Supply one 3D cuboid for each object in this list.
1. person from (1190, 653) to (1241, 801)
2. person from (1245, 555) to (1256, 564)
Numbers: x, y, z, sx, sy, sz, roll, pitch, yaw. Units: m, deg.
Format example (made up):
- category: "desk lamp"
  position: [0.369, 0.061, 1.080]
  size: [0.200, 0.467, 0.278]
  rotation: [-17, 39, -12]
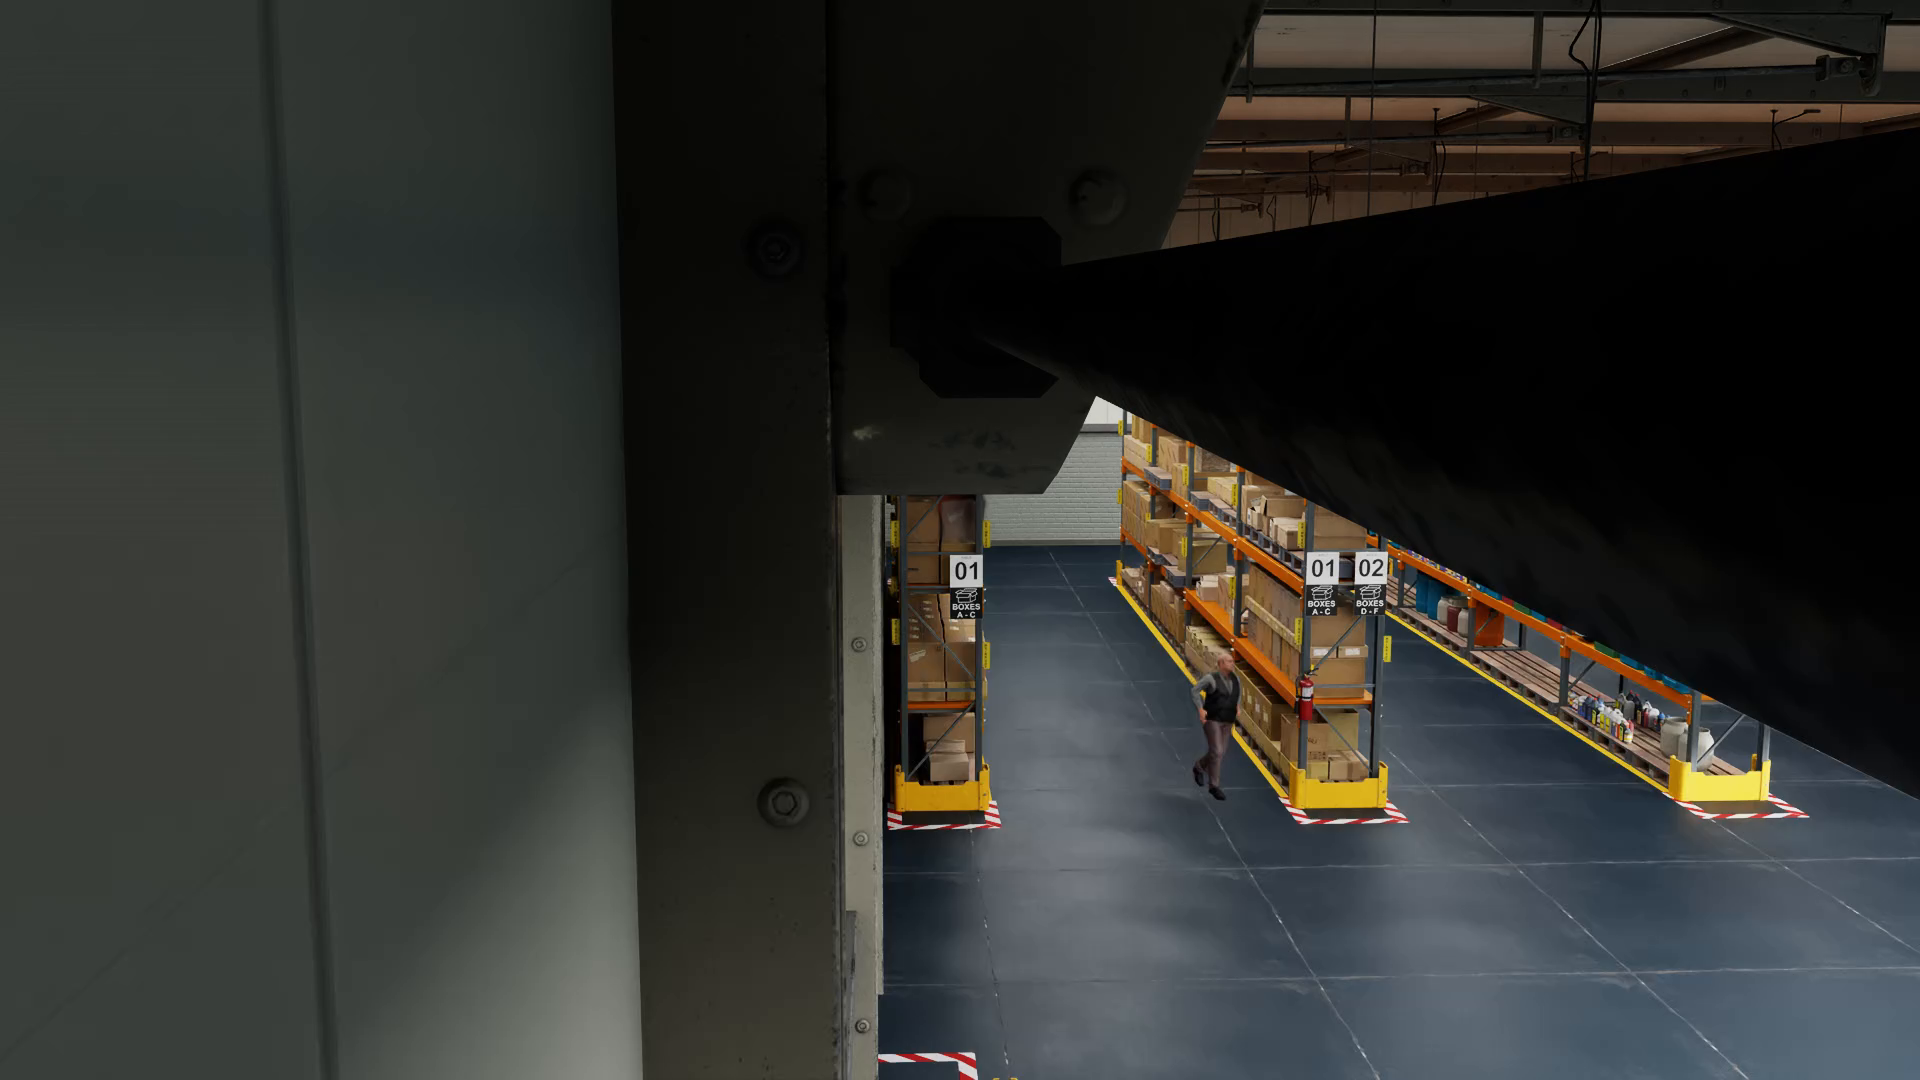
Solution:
- category: "person"
  position: [3.177, 2.236, 20.392]
  size: [0.694, 1.721, 0.790]
  rotation: [-5, 10, -29]
- category: "person"
  position: [6.160, 0.408, 34.459]
  size: [0.713, 1.712, 0.586]
  rotation: [-2, 9, -16]
